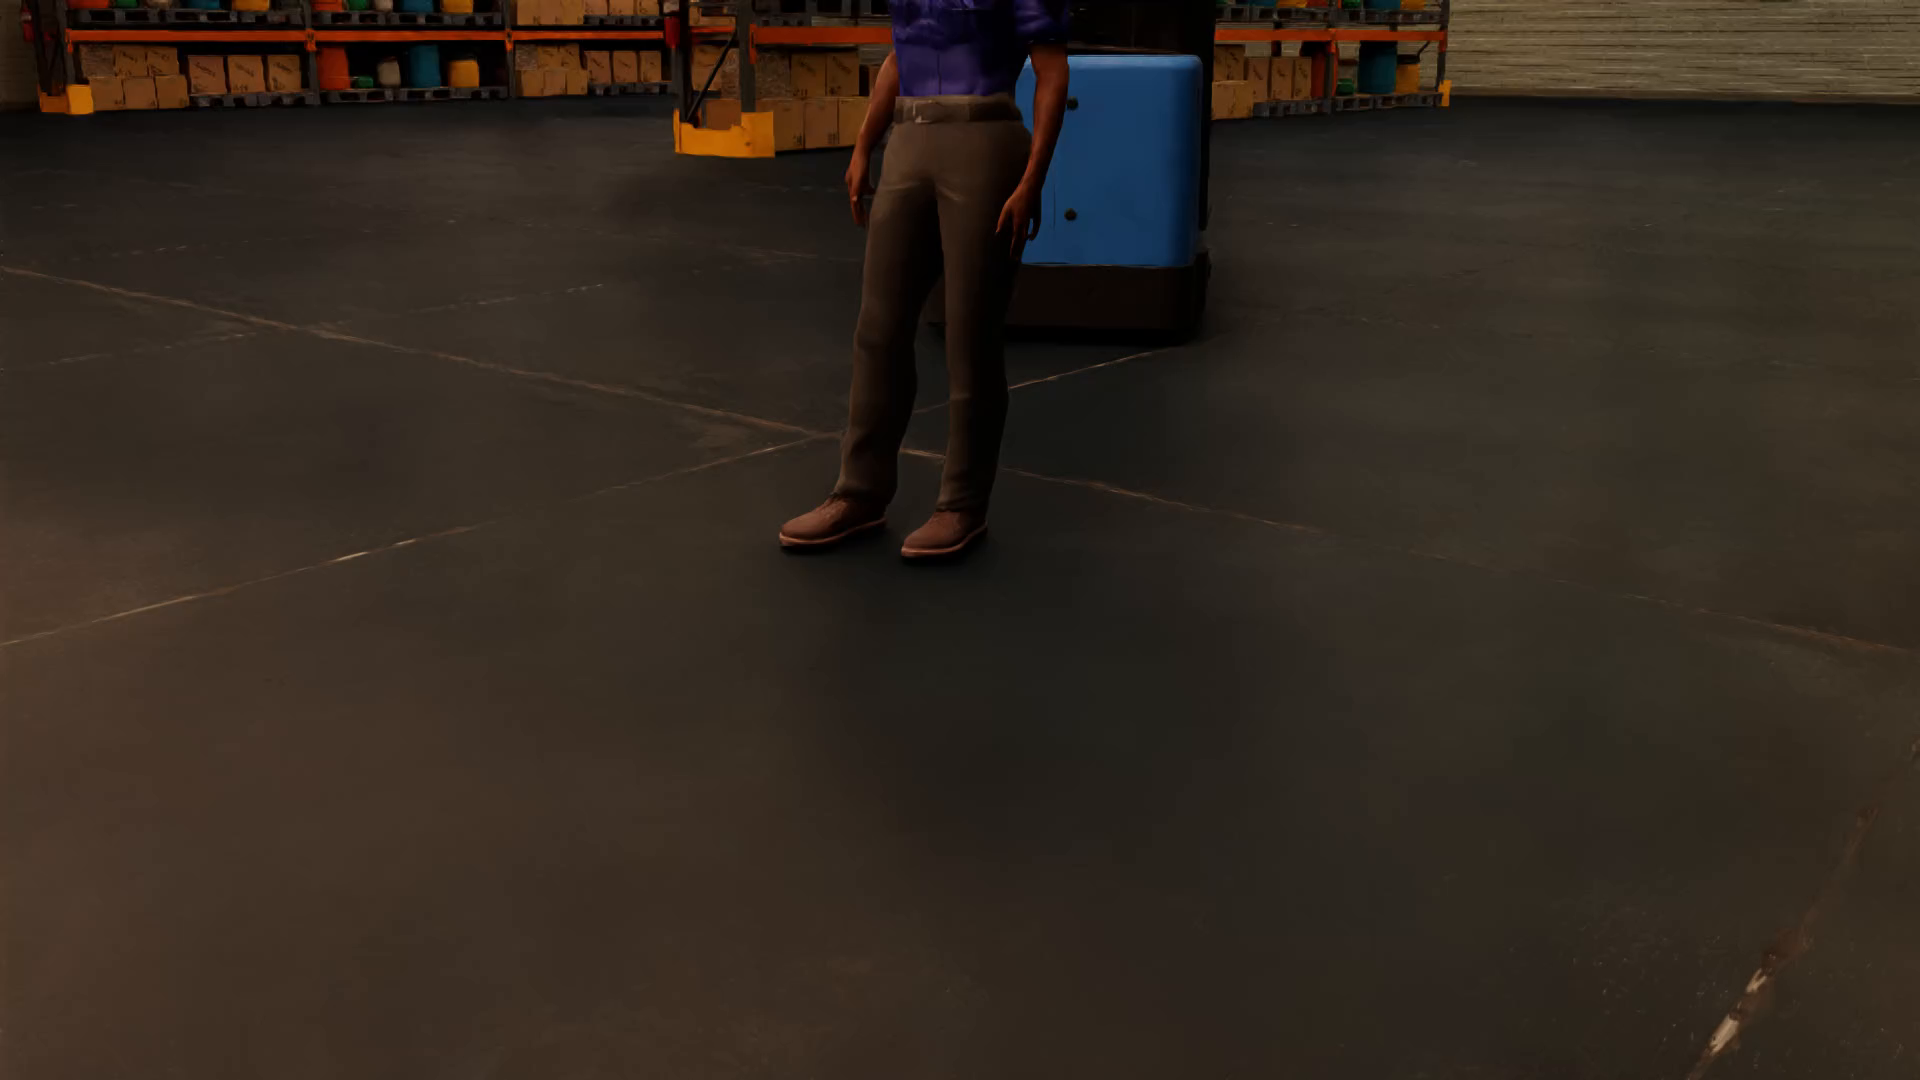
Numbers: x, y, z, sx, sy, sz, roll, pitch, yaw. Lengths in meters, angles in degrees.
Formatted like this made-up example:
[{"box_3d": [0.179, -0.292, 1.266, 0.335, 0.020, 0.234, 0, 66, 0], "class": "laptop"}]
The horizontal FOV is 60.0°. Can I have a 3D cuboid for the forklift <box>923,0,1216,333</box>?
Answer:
[{"box_3d": [0.608, -2.587, 7.419, 1.130, 2.935, 3.031, 3, 17, 9], "class": "forklift"}]

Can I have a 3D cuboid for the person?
[{"box_3d": [-0.071, -0.782, 3.647, 0.570, 1.654, 0.503, 13, 21, 37], "class": "person"}]
